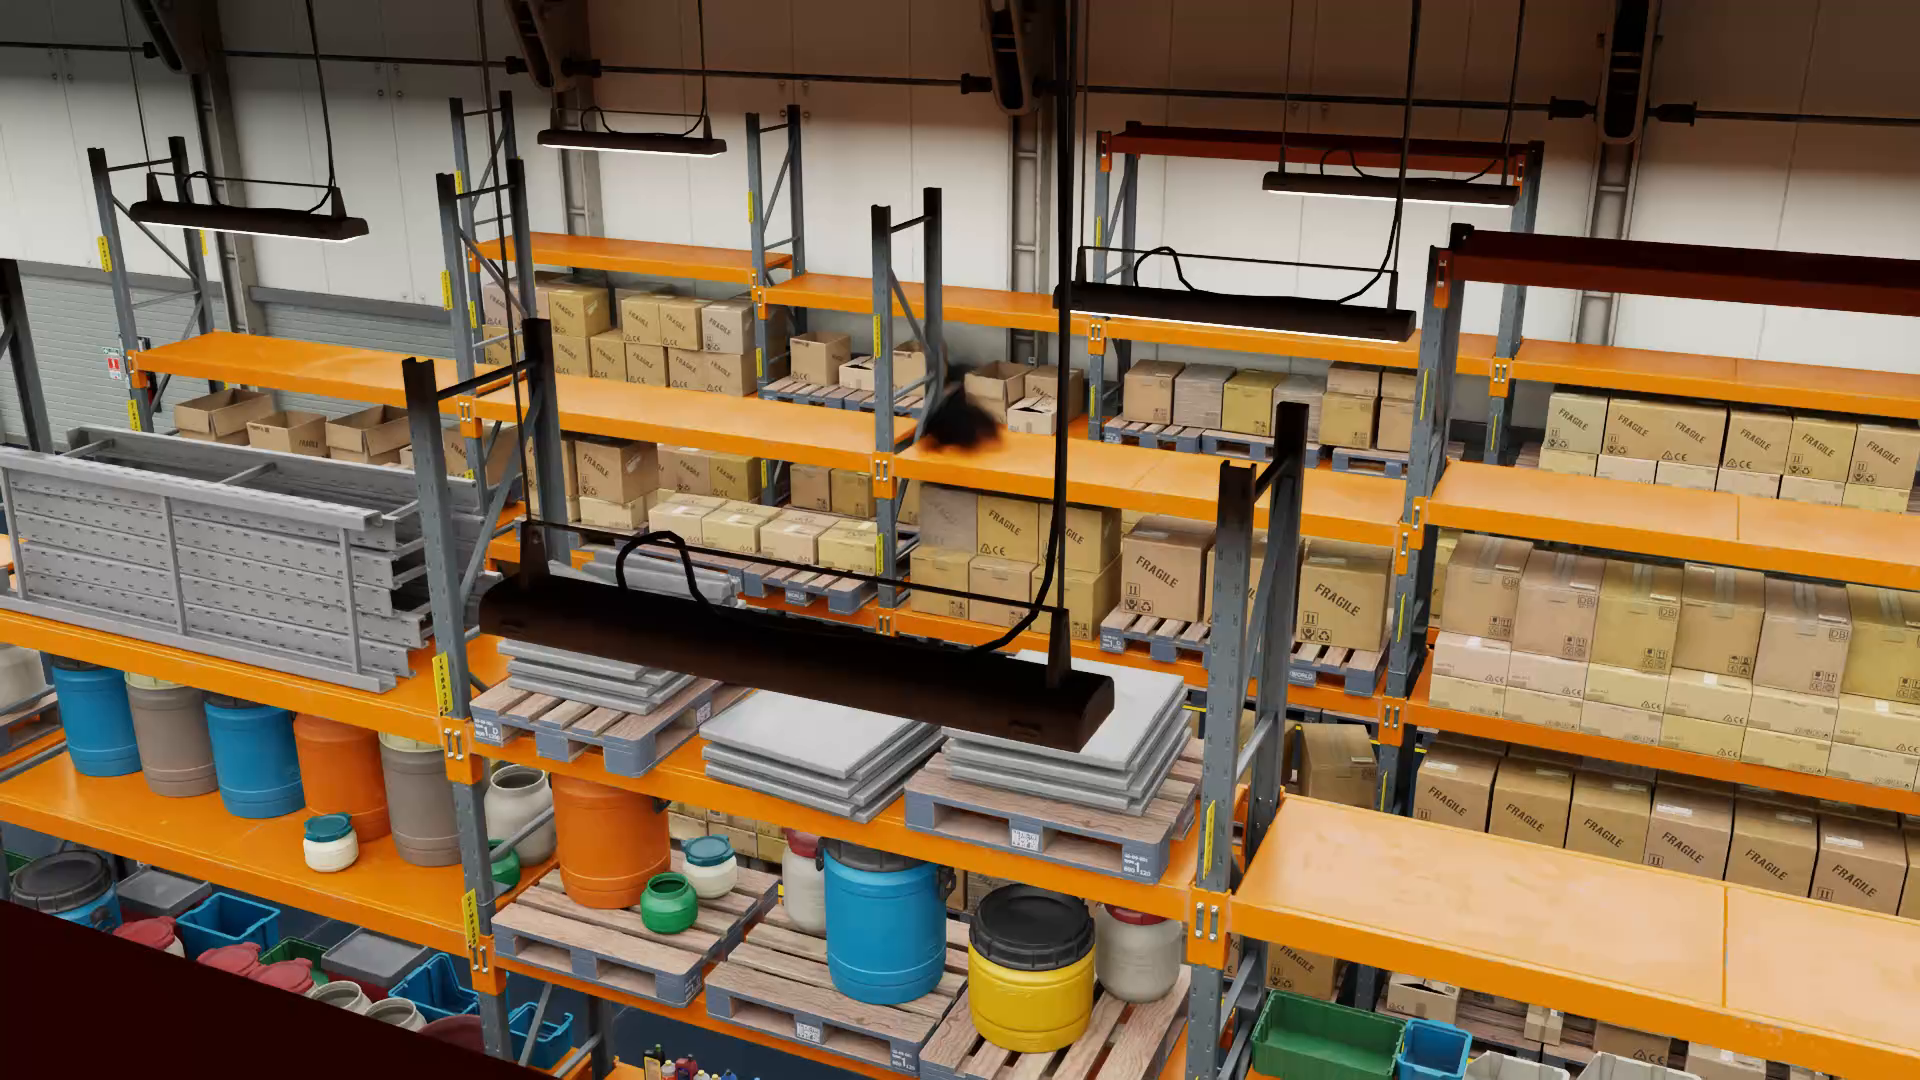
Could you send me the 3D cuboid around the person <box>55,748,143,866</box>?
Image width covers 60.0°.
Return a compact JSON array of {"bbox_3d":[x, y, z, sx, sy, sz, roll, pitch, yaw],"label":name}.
[{"bbox_3d":[-7.550,2.158,14.614,0.787,1.665,0.552,-6,21,-15],"label":"person"}]
